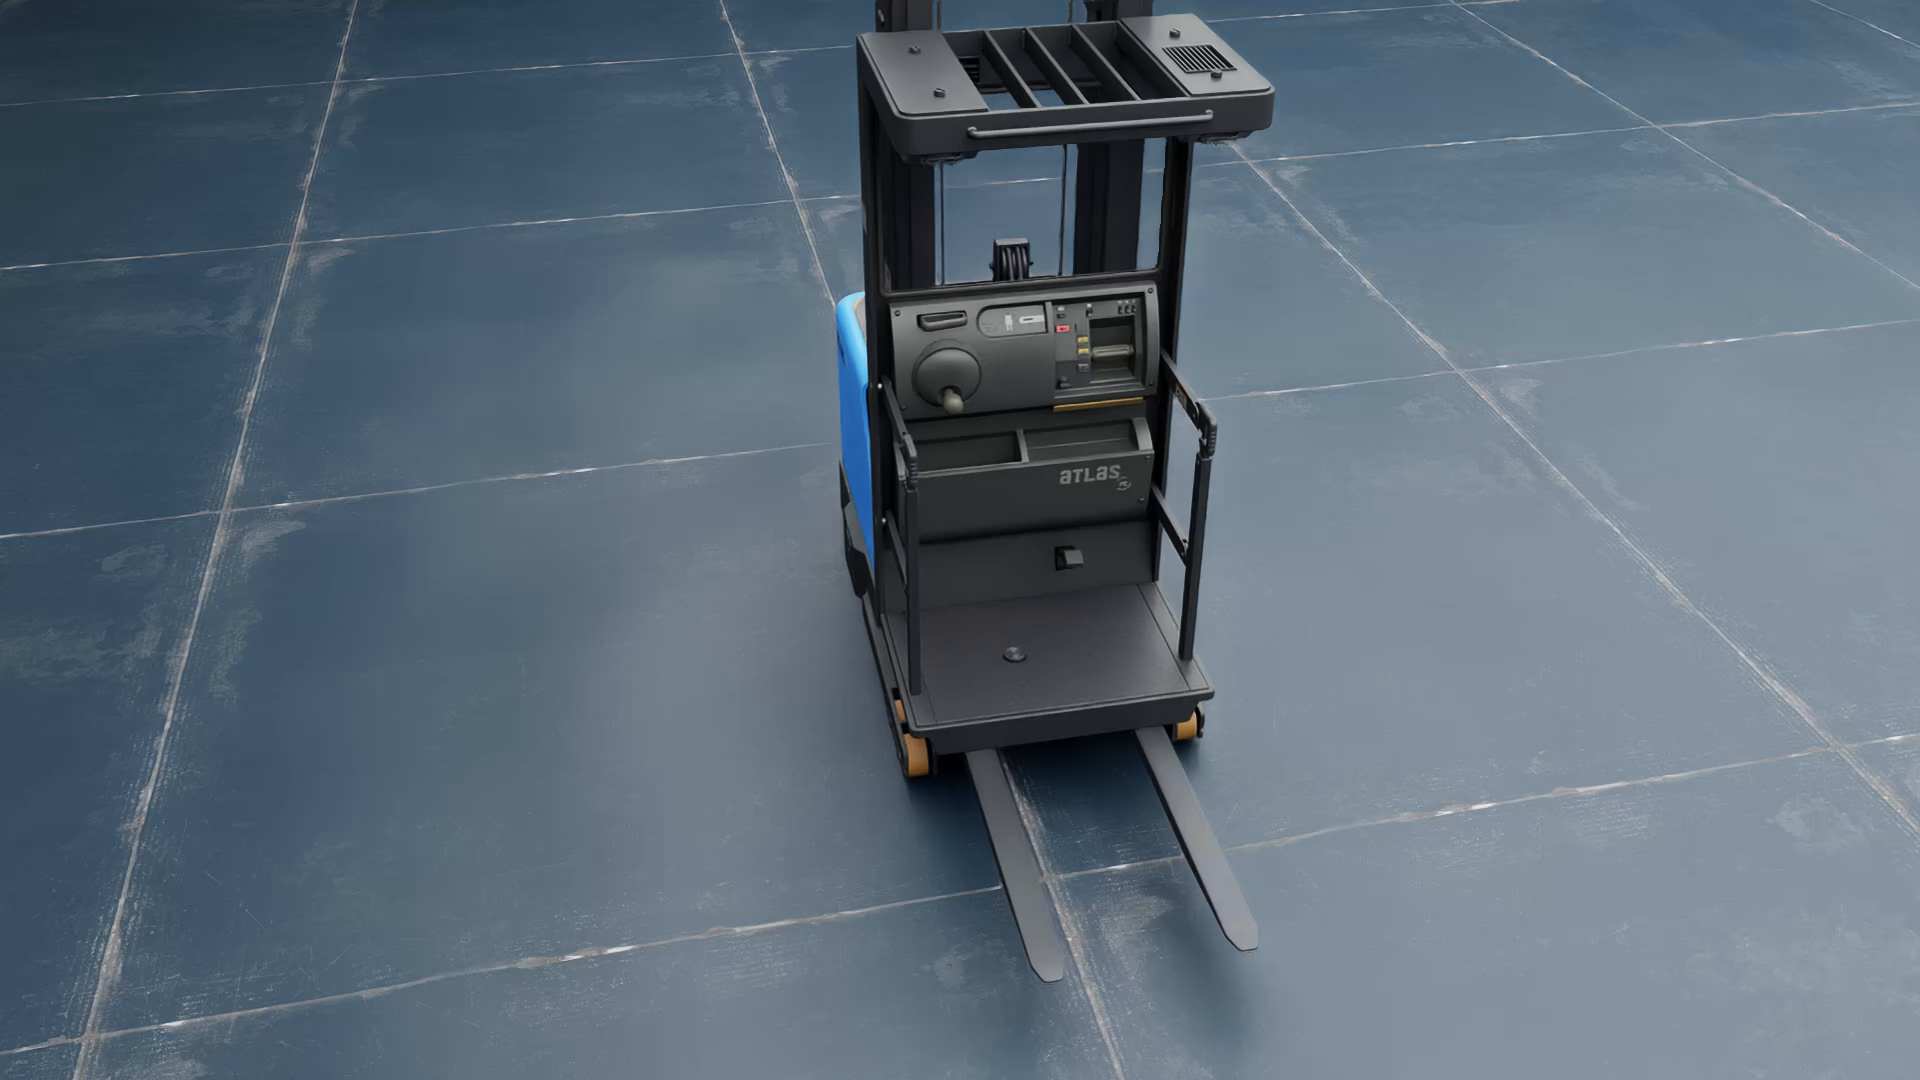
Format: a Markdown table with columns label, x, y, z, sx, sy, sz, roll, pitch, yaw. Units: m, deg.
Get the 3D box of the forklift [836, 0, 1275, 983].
| label | x | y | z | sx | sy | sz | roll | pitch | yaw |
| --- | --- | --- | --- | --- | --- | --- | --- | --- | --- |
| forklift | 0.272 | -0.591 | 5.500 | 1.130 | 2.935 | 3.031 | -6 | 34 | -10 |
